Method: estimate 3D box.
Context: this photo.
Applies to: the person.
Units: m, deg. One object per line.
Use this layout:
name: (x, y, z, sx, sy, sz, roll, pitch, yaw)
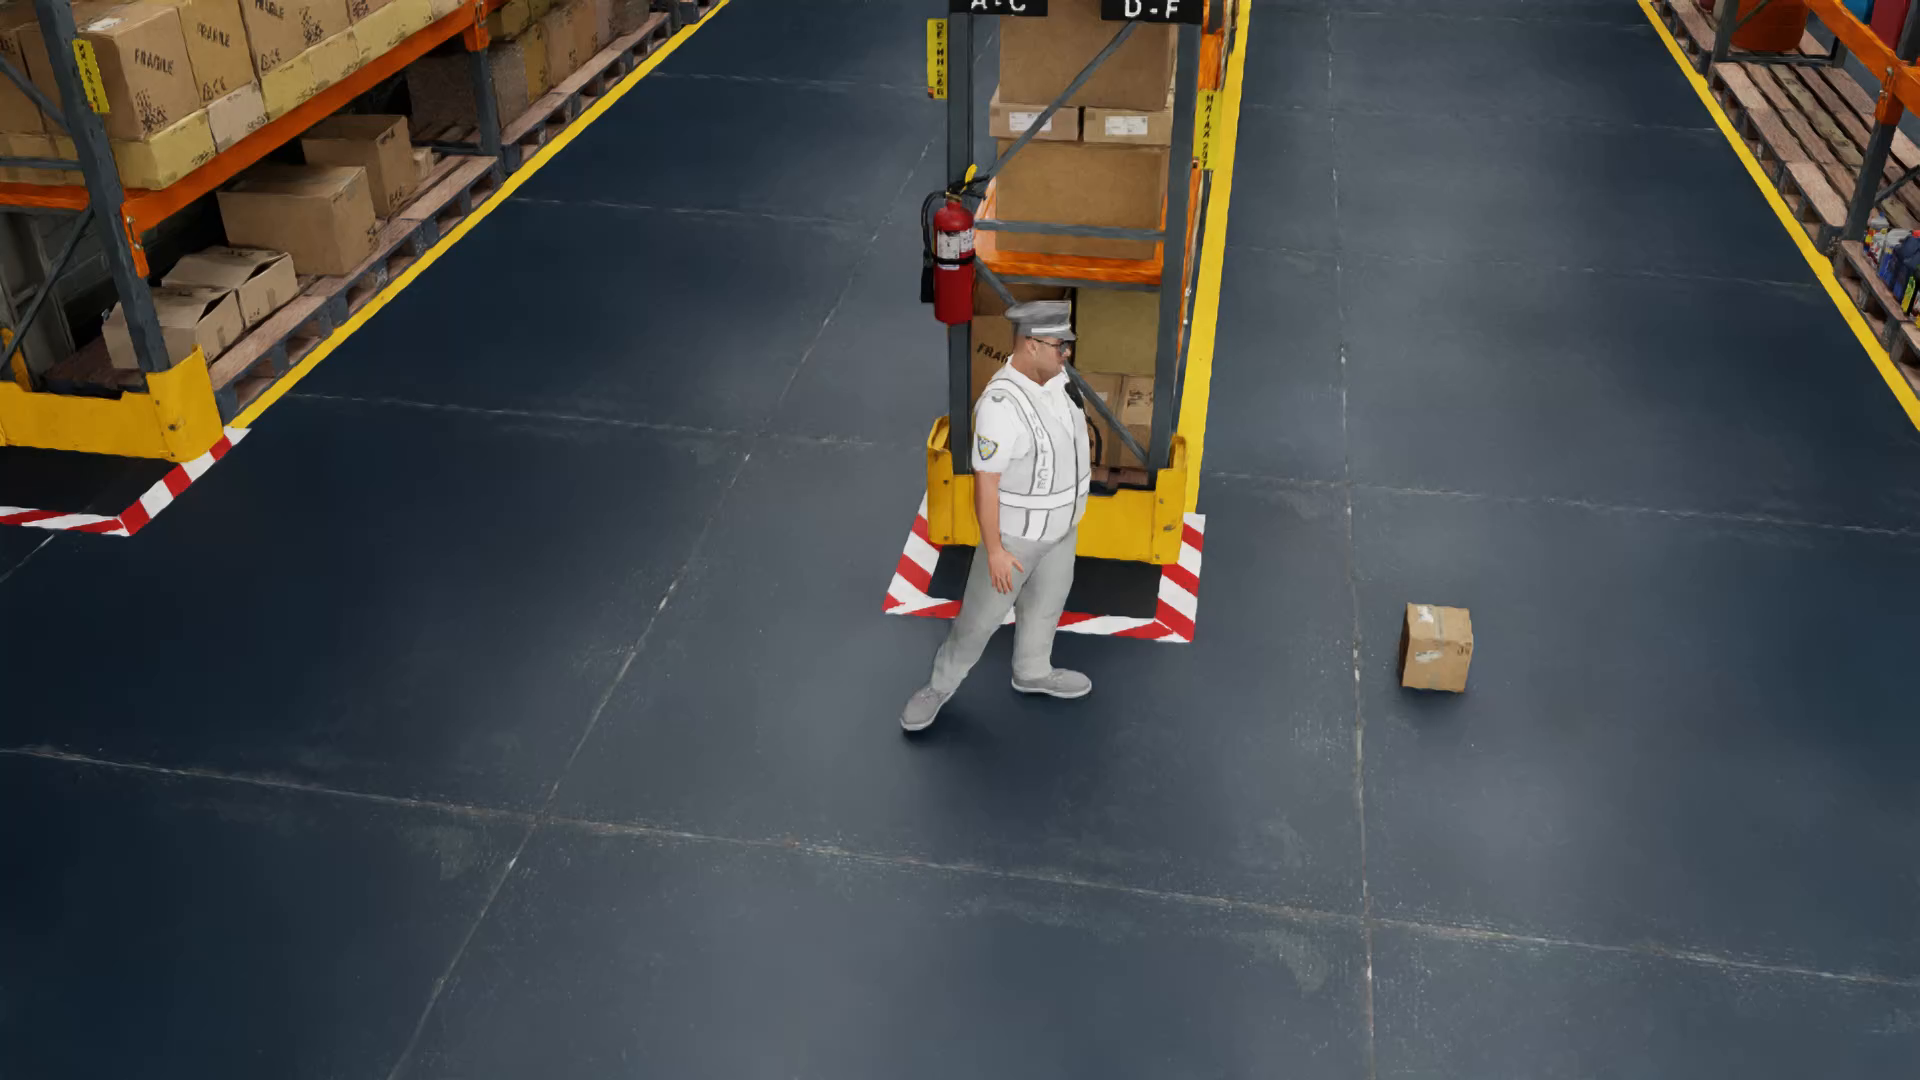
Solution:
person: (0.150, -0.056, 6.221, 0.518, 1.746, 0.728, 23, 39, 32)
